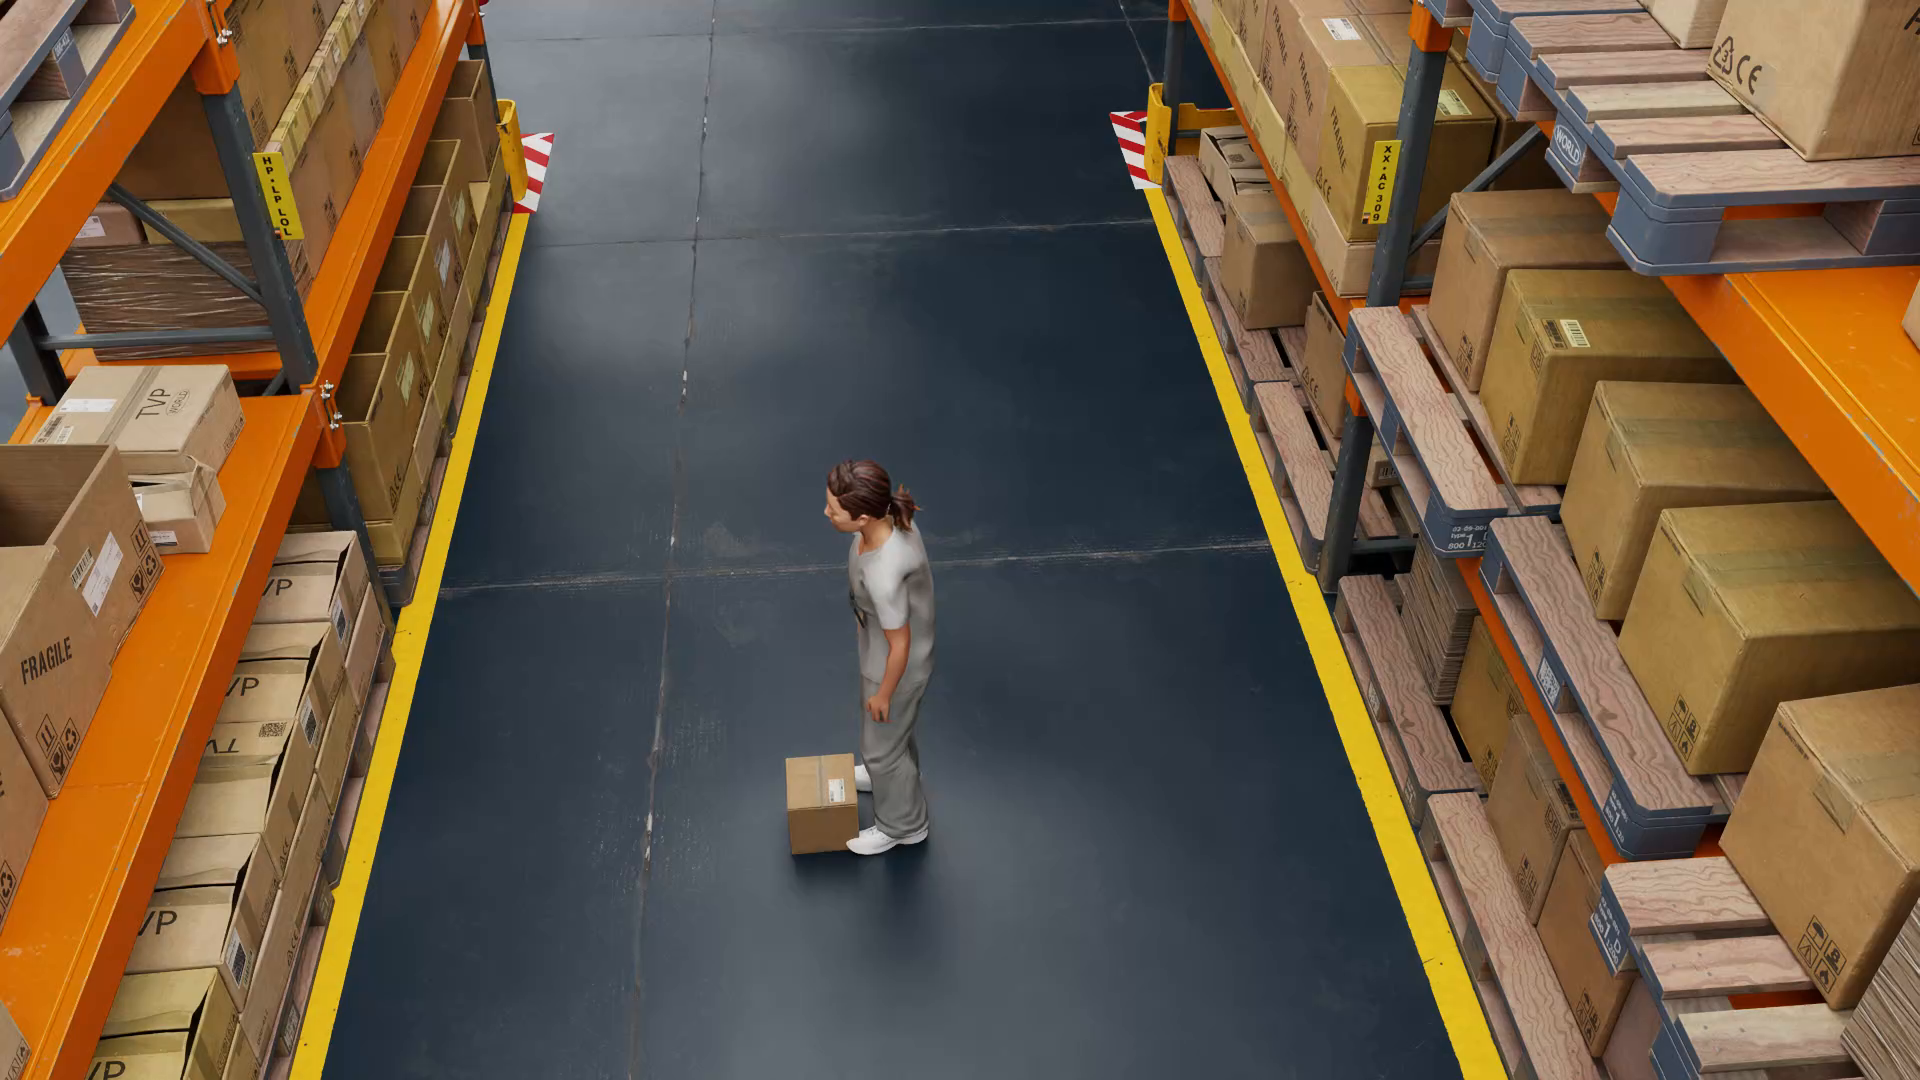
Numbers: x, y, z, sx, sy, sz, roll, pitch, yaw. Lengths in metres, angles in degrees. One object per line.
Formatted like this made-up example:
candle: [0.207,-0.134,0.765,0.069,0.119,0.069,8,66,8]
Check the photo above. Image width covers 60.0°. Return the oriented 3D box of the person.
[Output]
person: [-0.257,0.397,5.670,0.351,1.672,0.497,-4,39,-4]
